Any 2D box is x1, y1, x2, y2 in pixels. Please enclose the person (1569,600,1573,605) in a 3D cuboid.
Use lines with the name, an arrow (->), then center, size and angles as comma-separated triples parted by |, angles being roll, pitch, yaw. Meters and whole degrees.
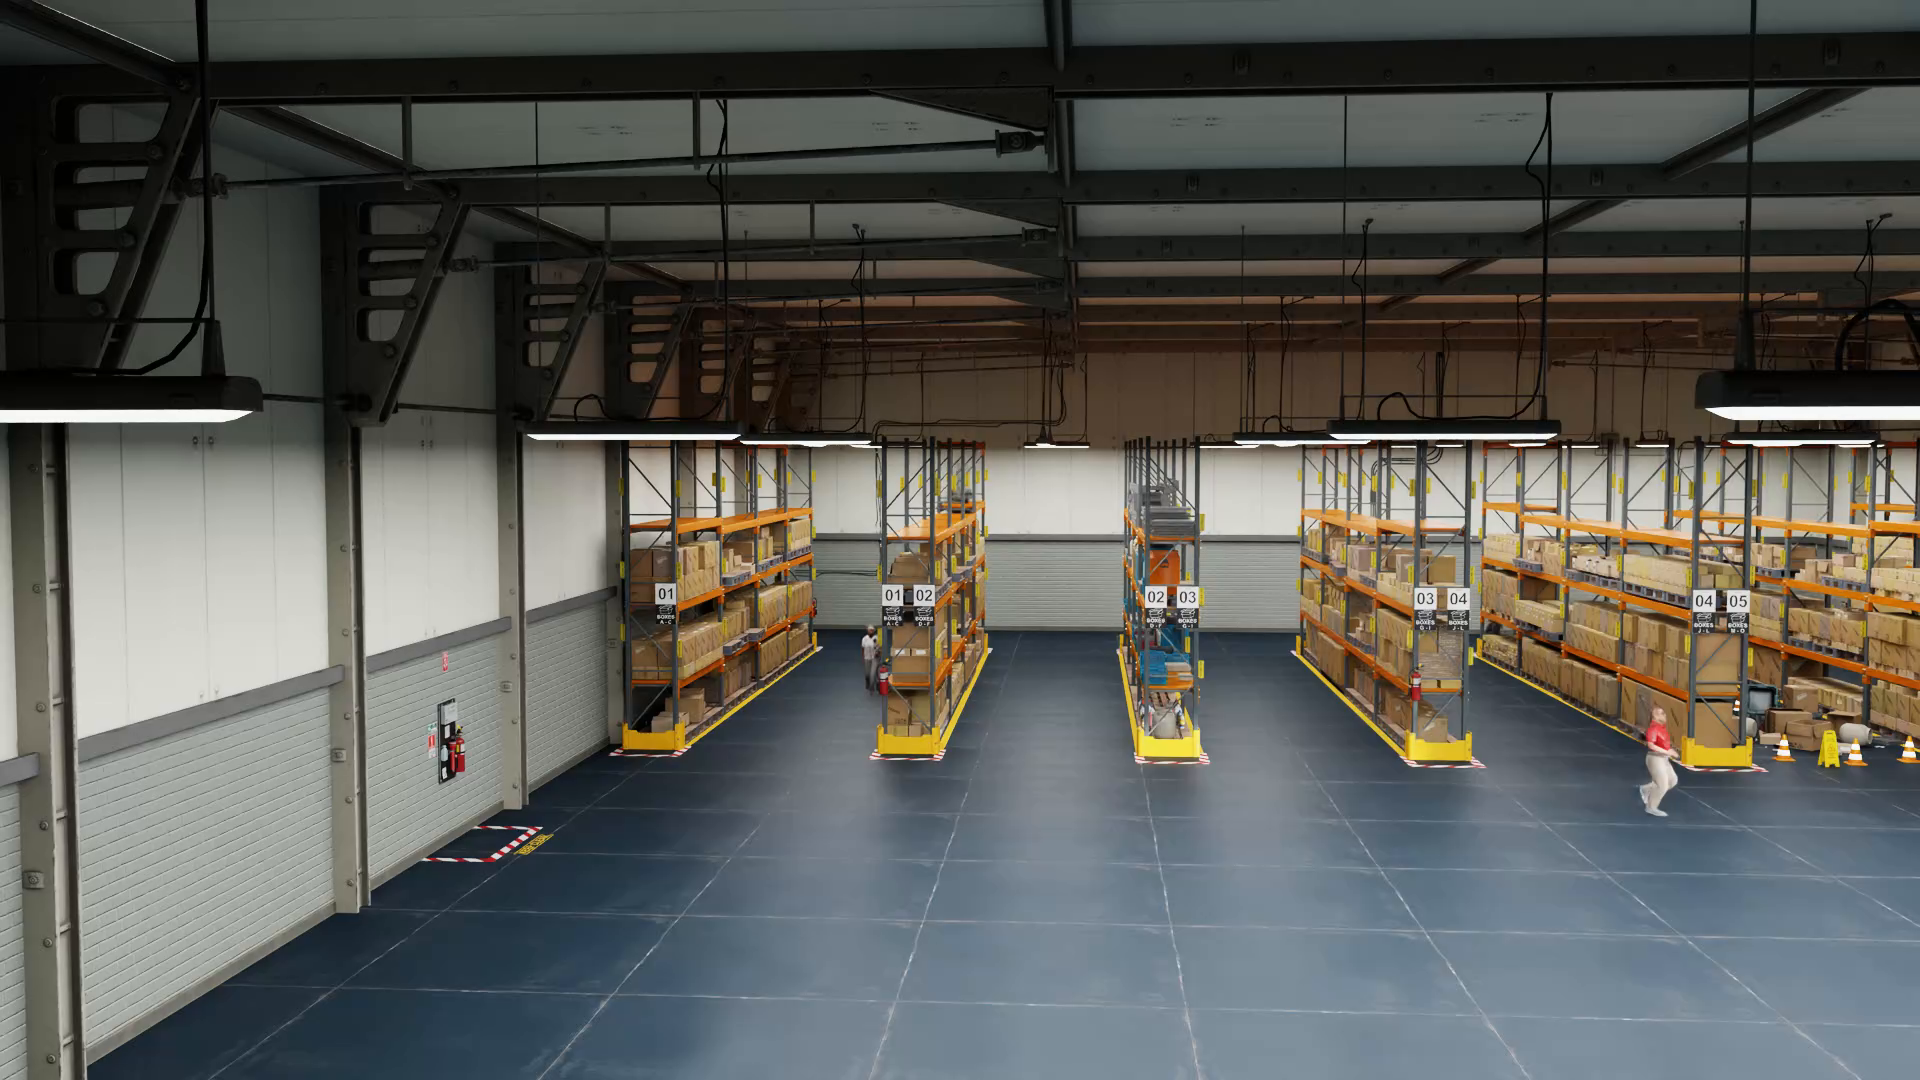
person -> 16.682, 2.464, 45.475 | 0.639, 1.675, 0.644 | 0, 3, -7

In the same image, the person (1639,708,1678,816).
person -> 11.005, 3.481, 26.148 | 0.577, 1.692, 0.705 | 2, 4, 35

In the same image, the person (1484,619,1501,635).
person -> 15.330, 2.396, 47.624 | 0.611, 1.567, 0.764 | 1, 3, 11

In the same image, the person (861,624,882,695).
person -> -2.066, 2.813, 39.133 | 0.571, 1.663, 0.595 | 0, 3, 8
